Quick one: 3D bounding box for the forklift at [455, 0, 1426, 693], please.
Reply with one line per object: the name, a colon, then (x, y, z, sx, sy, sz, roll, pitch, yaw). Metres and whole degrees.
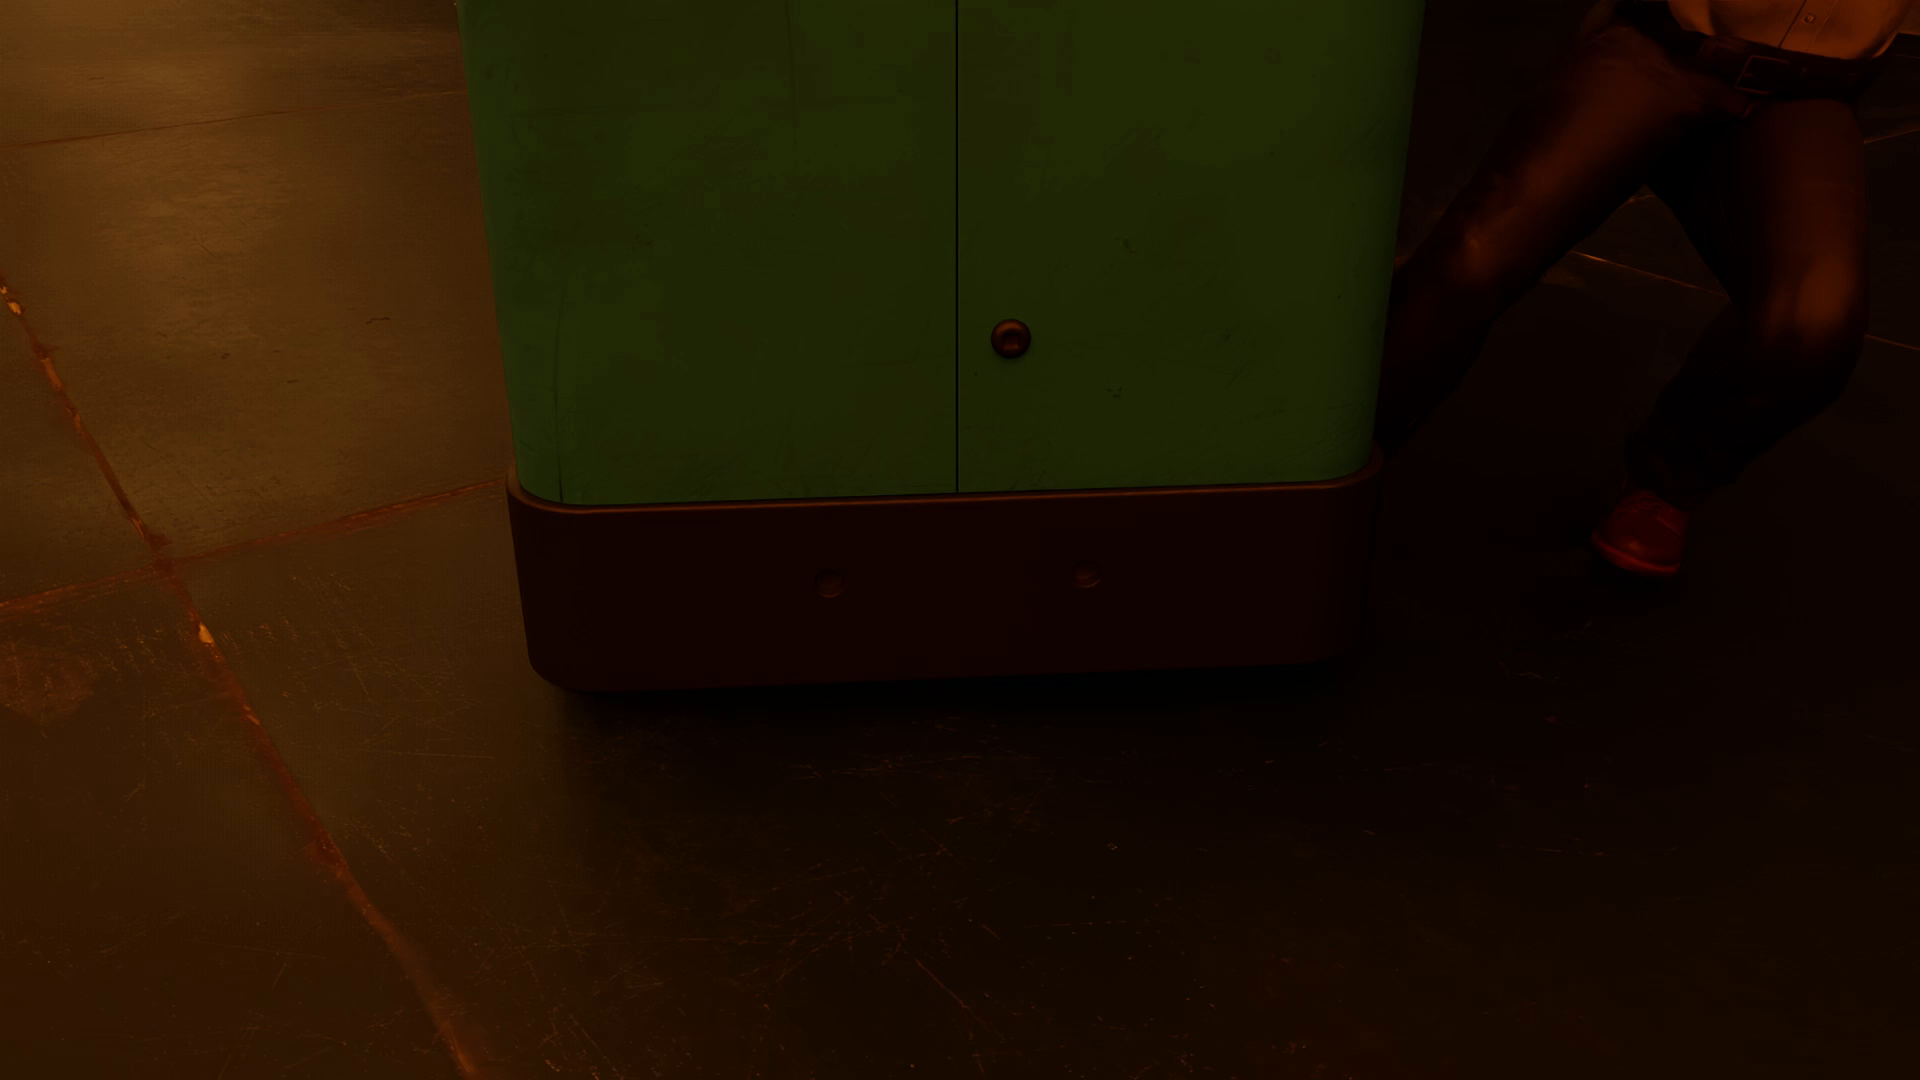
forklift: (-0.120, -1.755, 2.730, 1.130, 2.935, 3.031, -2, 27, -4)

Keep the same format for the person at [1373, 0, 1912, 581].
person: (1.042, -0.528, 2.061, 1.526, 1.356, 0.760, 1, 27, 1)
